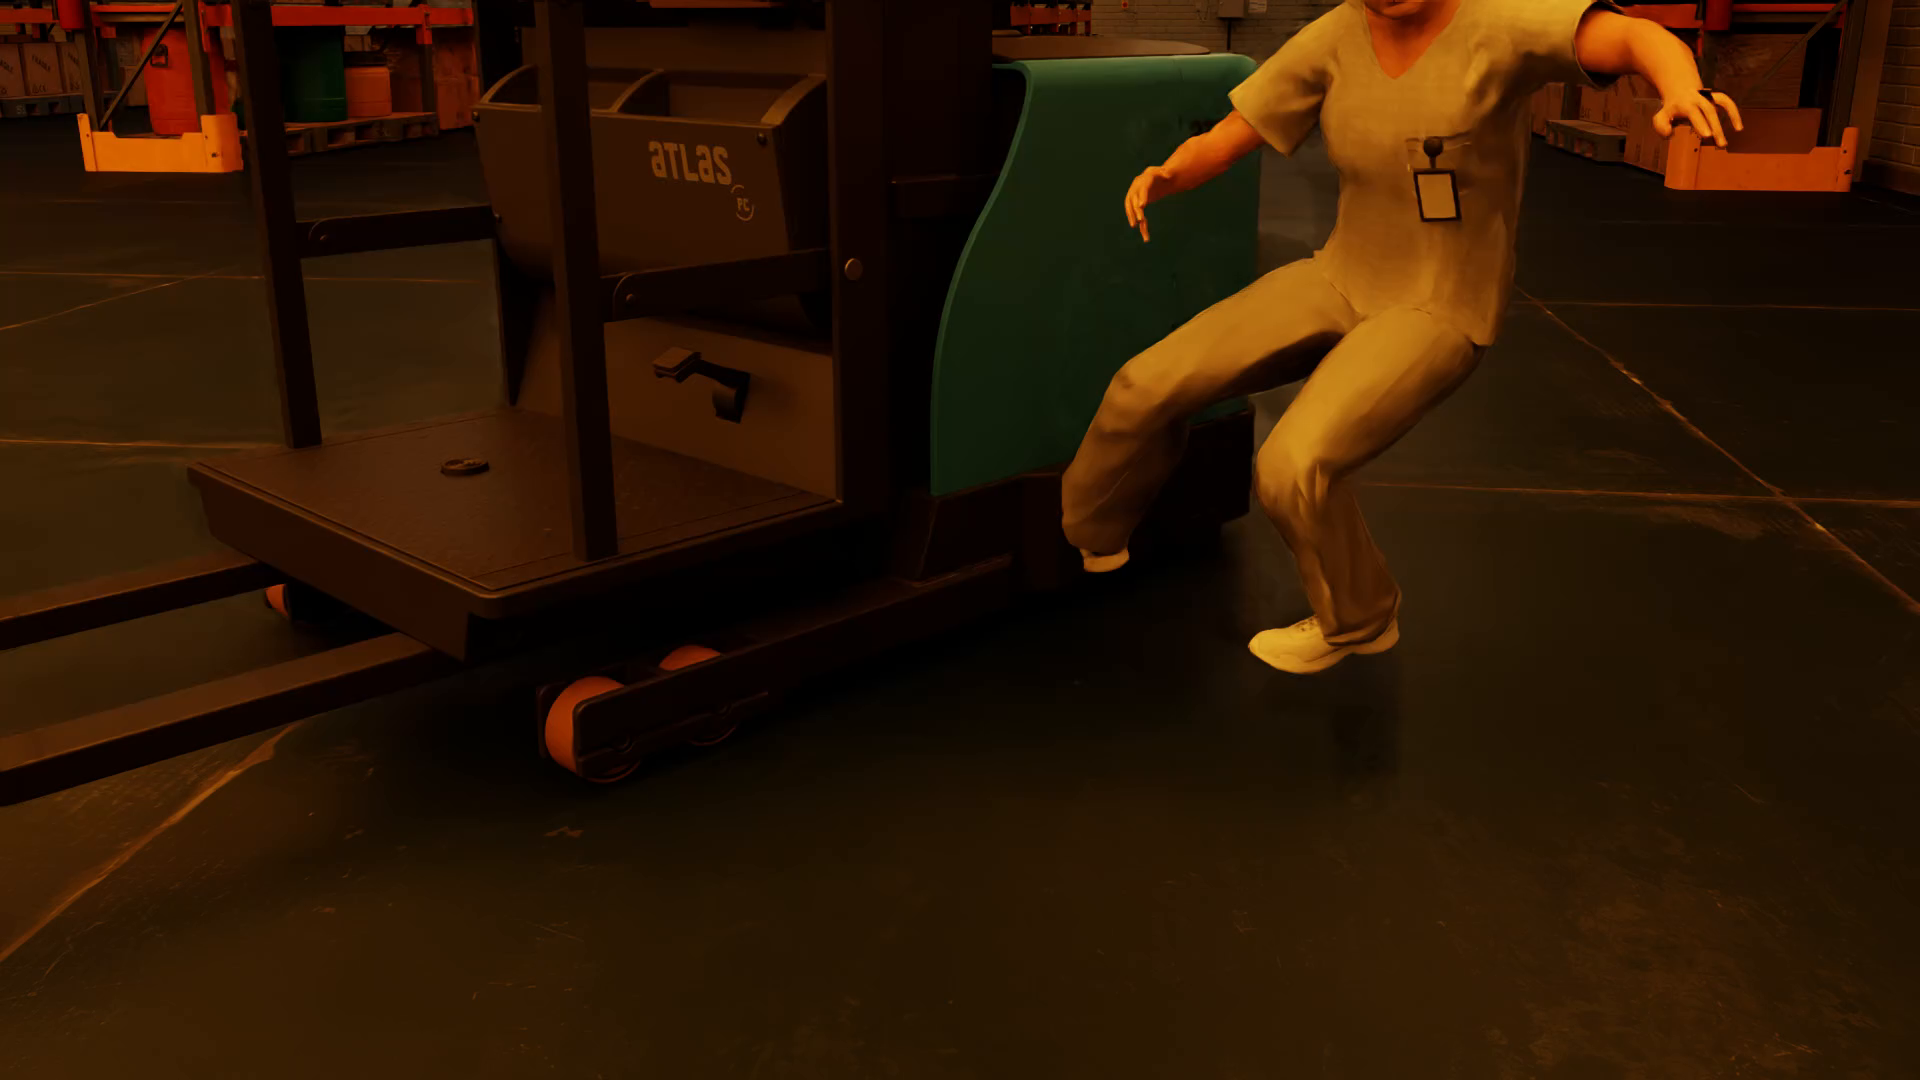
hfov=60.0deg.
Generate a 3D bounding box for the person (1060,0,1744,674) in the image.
[{"bbox_3d":[0.587,-0.412,2.755,1.450,1.389,0.719,15,23,40],"label":"person"}]

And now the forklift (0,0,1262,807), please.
[{"bbox_3d":[-0.726,-1.189,2.723,1.130,2.935,3.031,16,24,42],"label":"forklift"}]
